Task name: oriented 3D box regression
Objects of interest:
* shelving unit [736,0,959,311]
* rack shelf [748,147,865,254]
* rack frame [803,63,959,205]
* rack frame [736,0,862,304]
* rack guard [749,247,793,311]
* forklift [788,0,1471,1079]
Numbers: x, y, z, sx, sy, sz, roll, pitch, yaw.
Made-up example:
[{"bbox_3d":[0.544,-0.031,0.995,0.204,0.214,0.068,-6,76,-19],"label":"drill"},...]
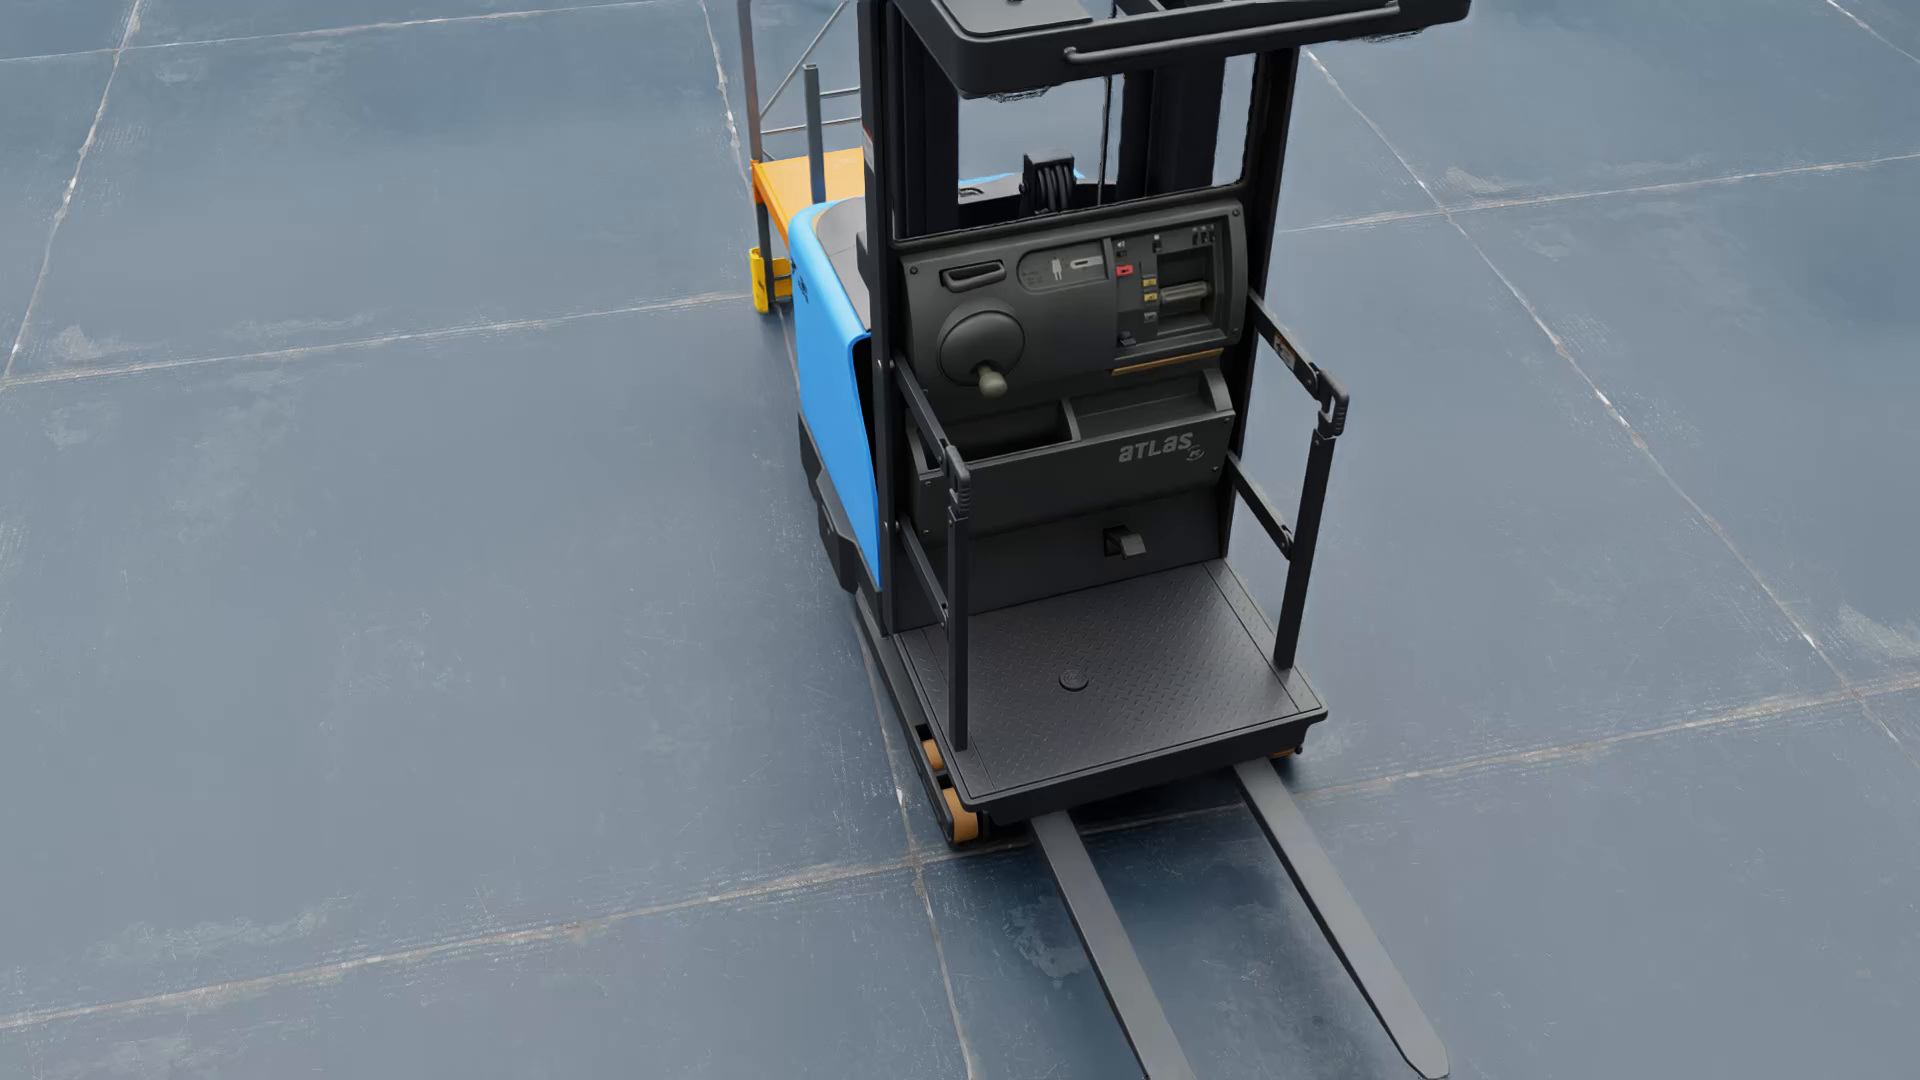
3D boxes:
[{"bbox_3d":[-0.404,-1.267,6.047,0.587,1.500,1.083,-12,43,-14],"label":"shelving unit"},{"bbox_3d":[-0.406,-1.138,6.173,0.538,0.185,1.000,-12,43,-14],"label":"rack shelf"},{"bbox_3d":[-0.246,-0.952,5.693,0.500,1.500,0.032,-12,43,-14],"label":"rack frame"},{"bbox_3d":[-0.567,-1.593,6.415,0.500,1.500,0.032,-12,43,-14],"label":"rack frame"},{"bbox_3d":[-0.561,-1.113,6.816,0.587,0.250,0.087,-12,43,-14],"label":"rack guard"},{"bbox_3d":[0.379,-0.536,4.146,1.130,2.935,3.031,-12,43,-14],"label":"forklift"}]
